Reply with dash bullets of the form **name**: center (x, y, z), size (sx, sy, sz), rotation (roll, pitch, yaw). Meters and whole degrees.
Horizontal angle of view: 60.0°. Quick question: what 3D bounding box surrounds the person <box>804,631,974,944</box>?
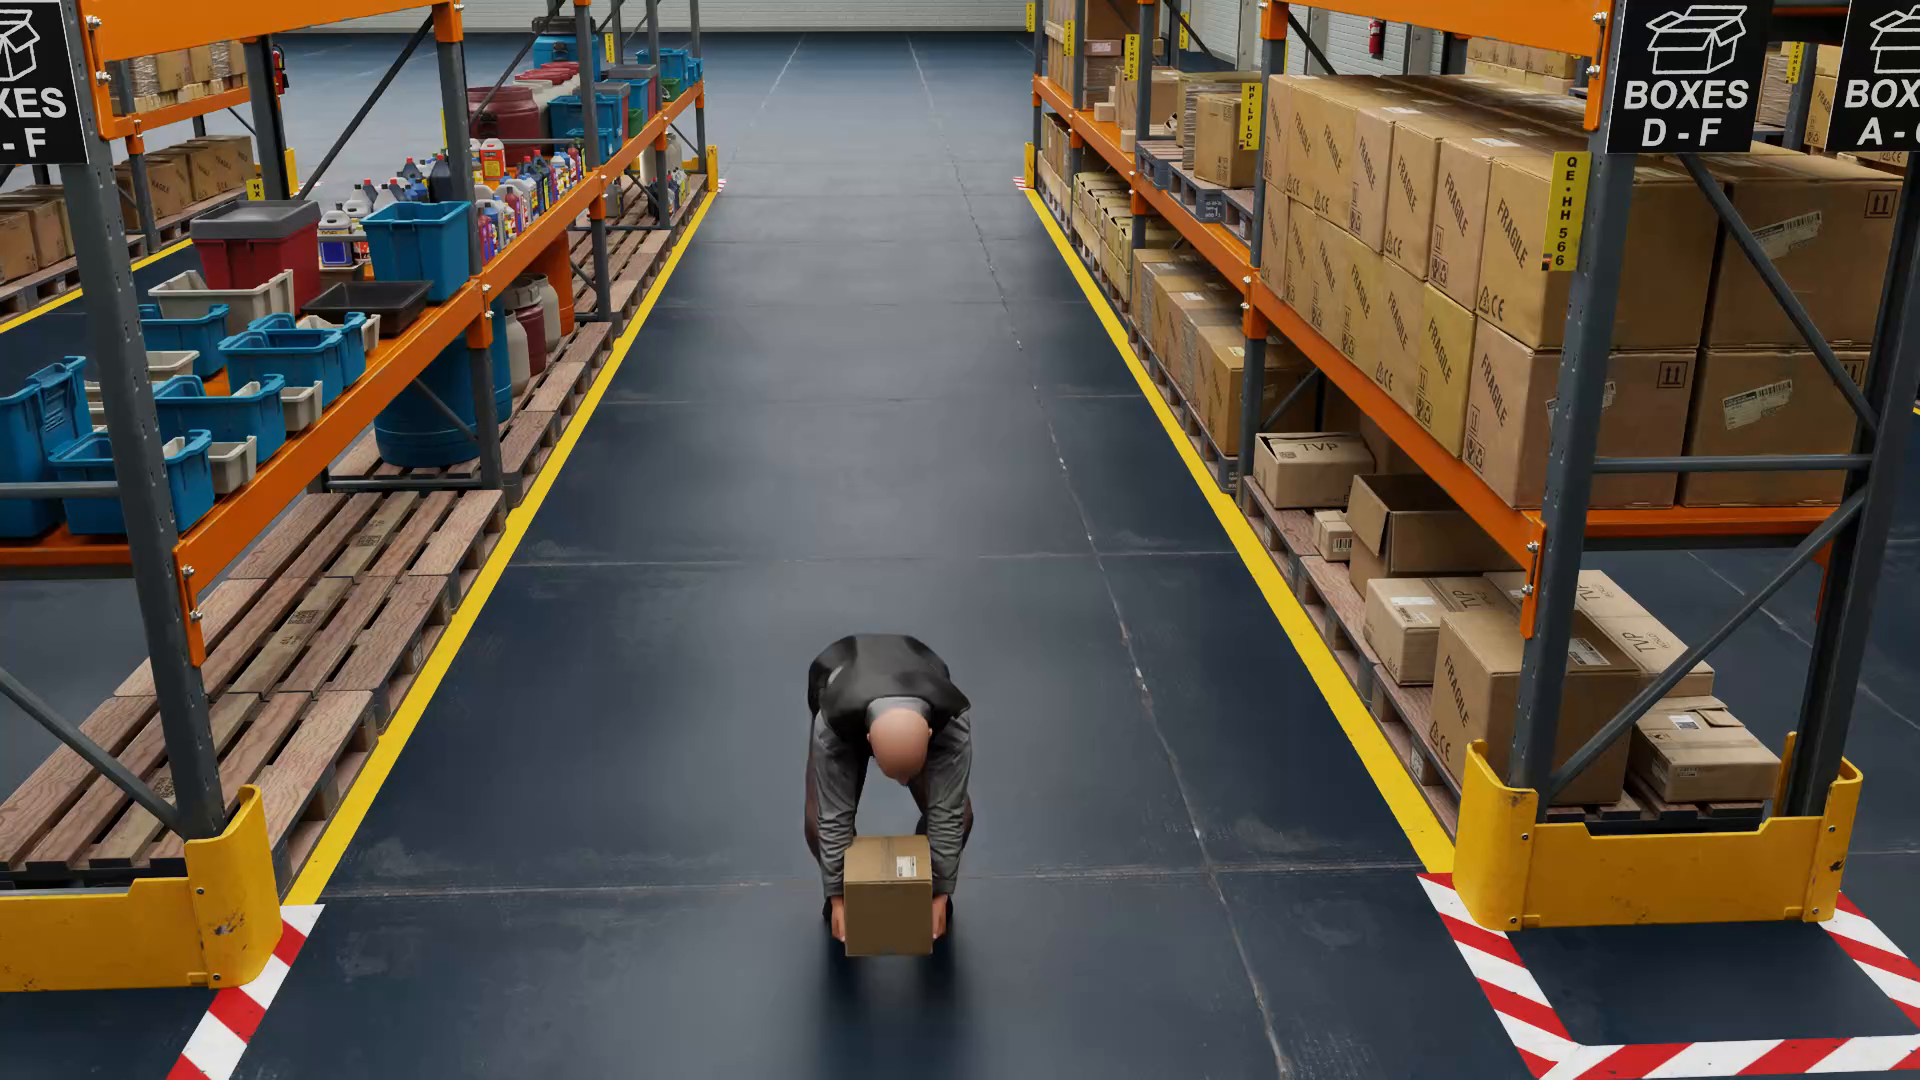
- **person**: center (-0.219, 0.781, 5.086), size (0.521, 0.968, 0.938), rotation (-2, 20, -5)
